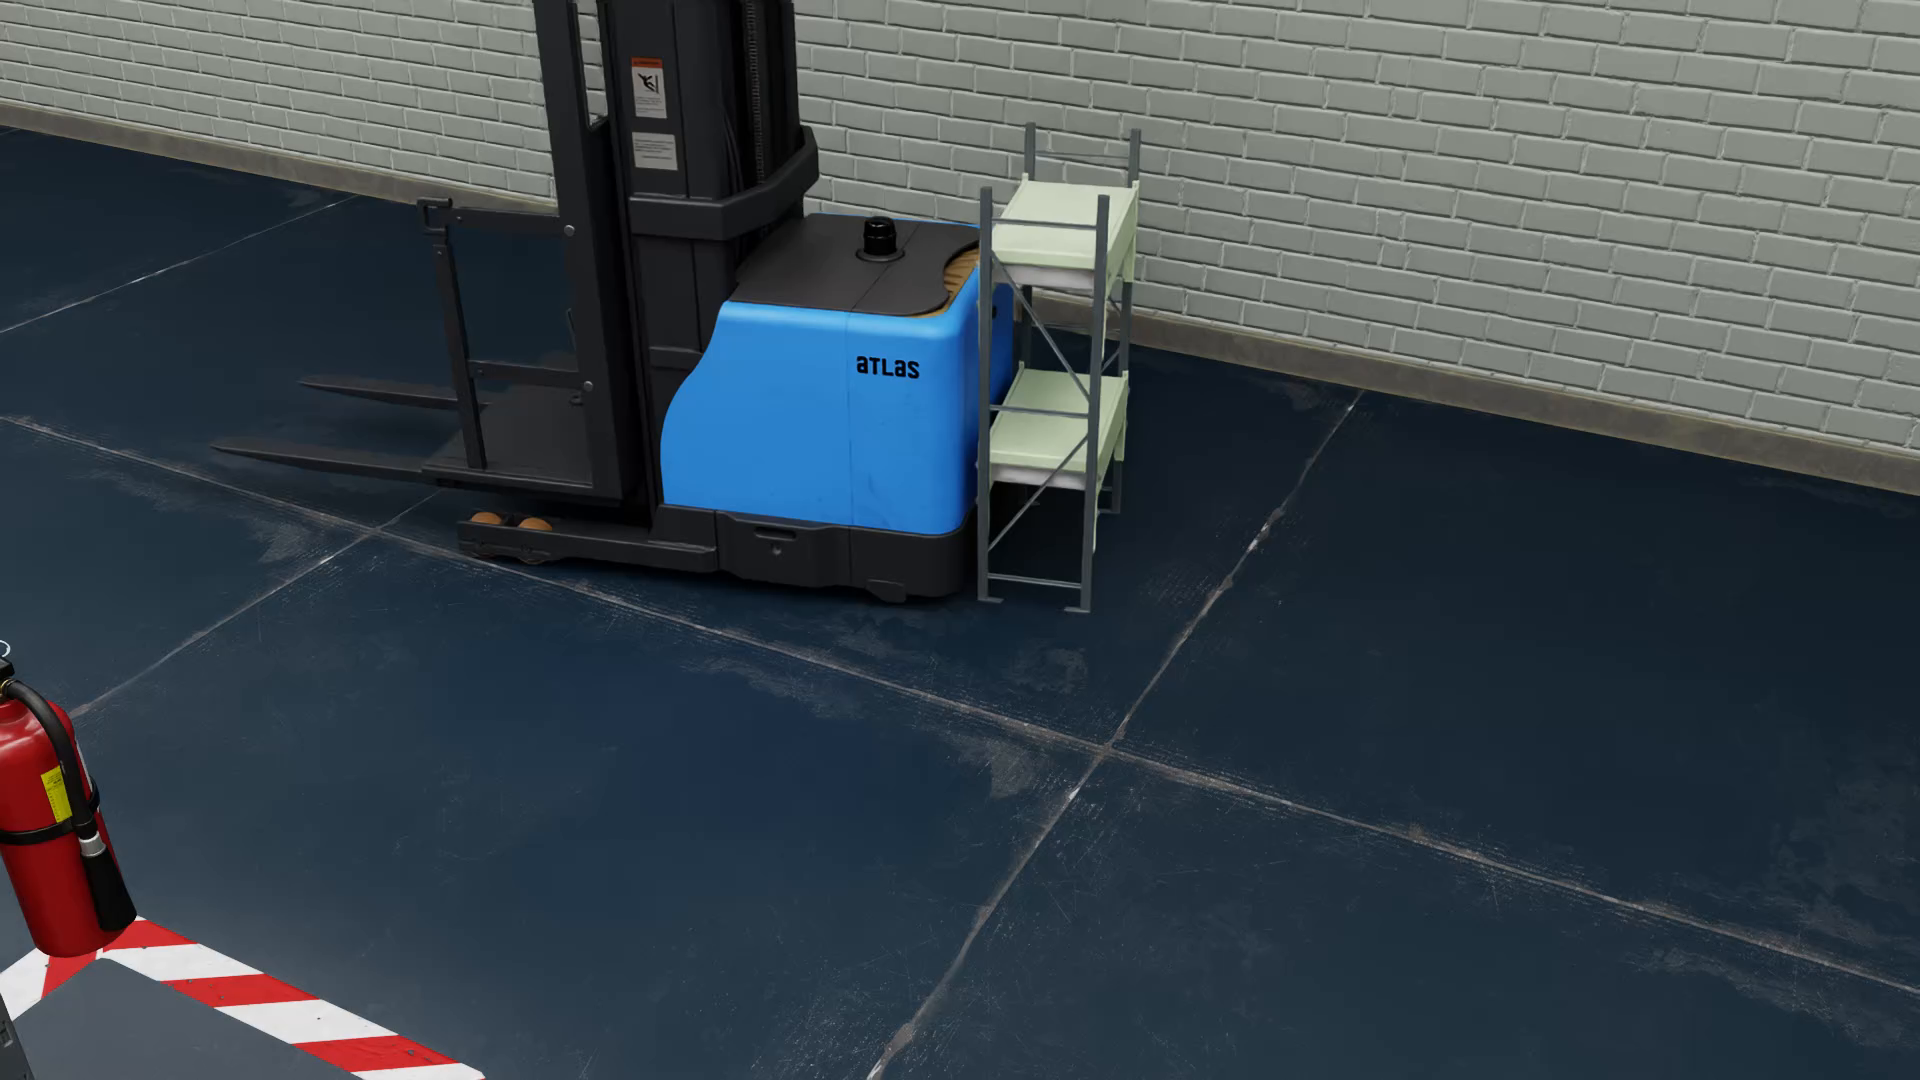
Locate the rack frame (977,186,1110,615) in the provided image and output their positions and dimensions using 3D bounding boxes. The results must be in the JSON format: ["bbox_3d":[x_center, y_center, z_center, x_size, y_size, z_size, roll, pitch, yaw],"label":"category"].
[{"bbox_3d":[0.259,-0.418,5.472,0.400,1.500,0.023,7,31,11],"label":"rack frame"}]

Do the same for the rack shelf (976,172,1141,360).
[{"bbox_3d":[0.341,-0.934,5.587,0.431,0.370,0.720,7,31,11],"label":"rack shelf"}]

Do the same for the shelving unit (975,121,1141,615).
[{"bbox_3d":[0.341,-0.596,5.781,0.431,1.500,0.755,7,31,11],"label":"shelving unit"}]

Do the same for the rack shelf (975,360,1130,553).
[{"bbox_3d":[0.341,-0.313,5.943,0.431,0.370,0.720,7,31,11],"label":"rack shelf"}]

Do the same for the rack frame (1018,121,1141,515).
[{"bbox_3d":[0.423,-0.773,6.090,0.400,1.500,0.023,7,31,11],"label":"rack frame"}]

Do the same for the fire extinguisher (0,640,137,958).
[{"bbox_3d":[-1.635,0.432,2.938,0.296,0.674,0.183,14,33,23],"label":"fire extinguisher"}]

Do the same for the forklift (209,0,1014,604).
[{"bbox_3d":[-1.361,-1.429,5.795,3.031,2.935,1.130,7,31,12],"label":"forklift"}]
